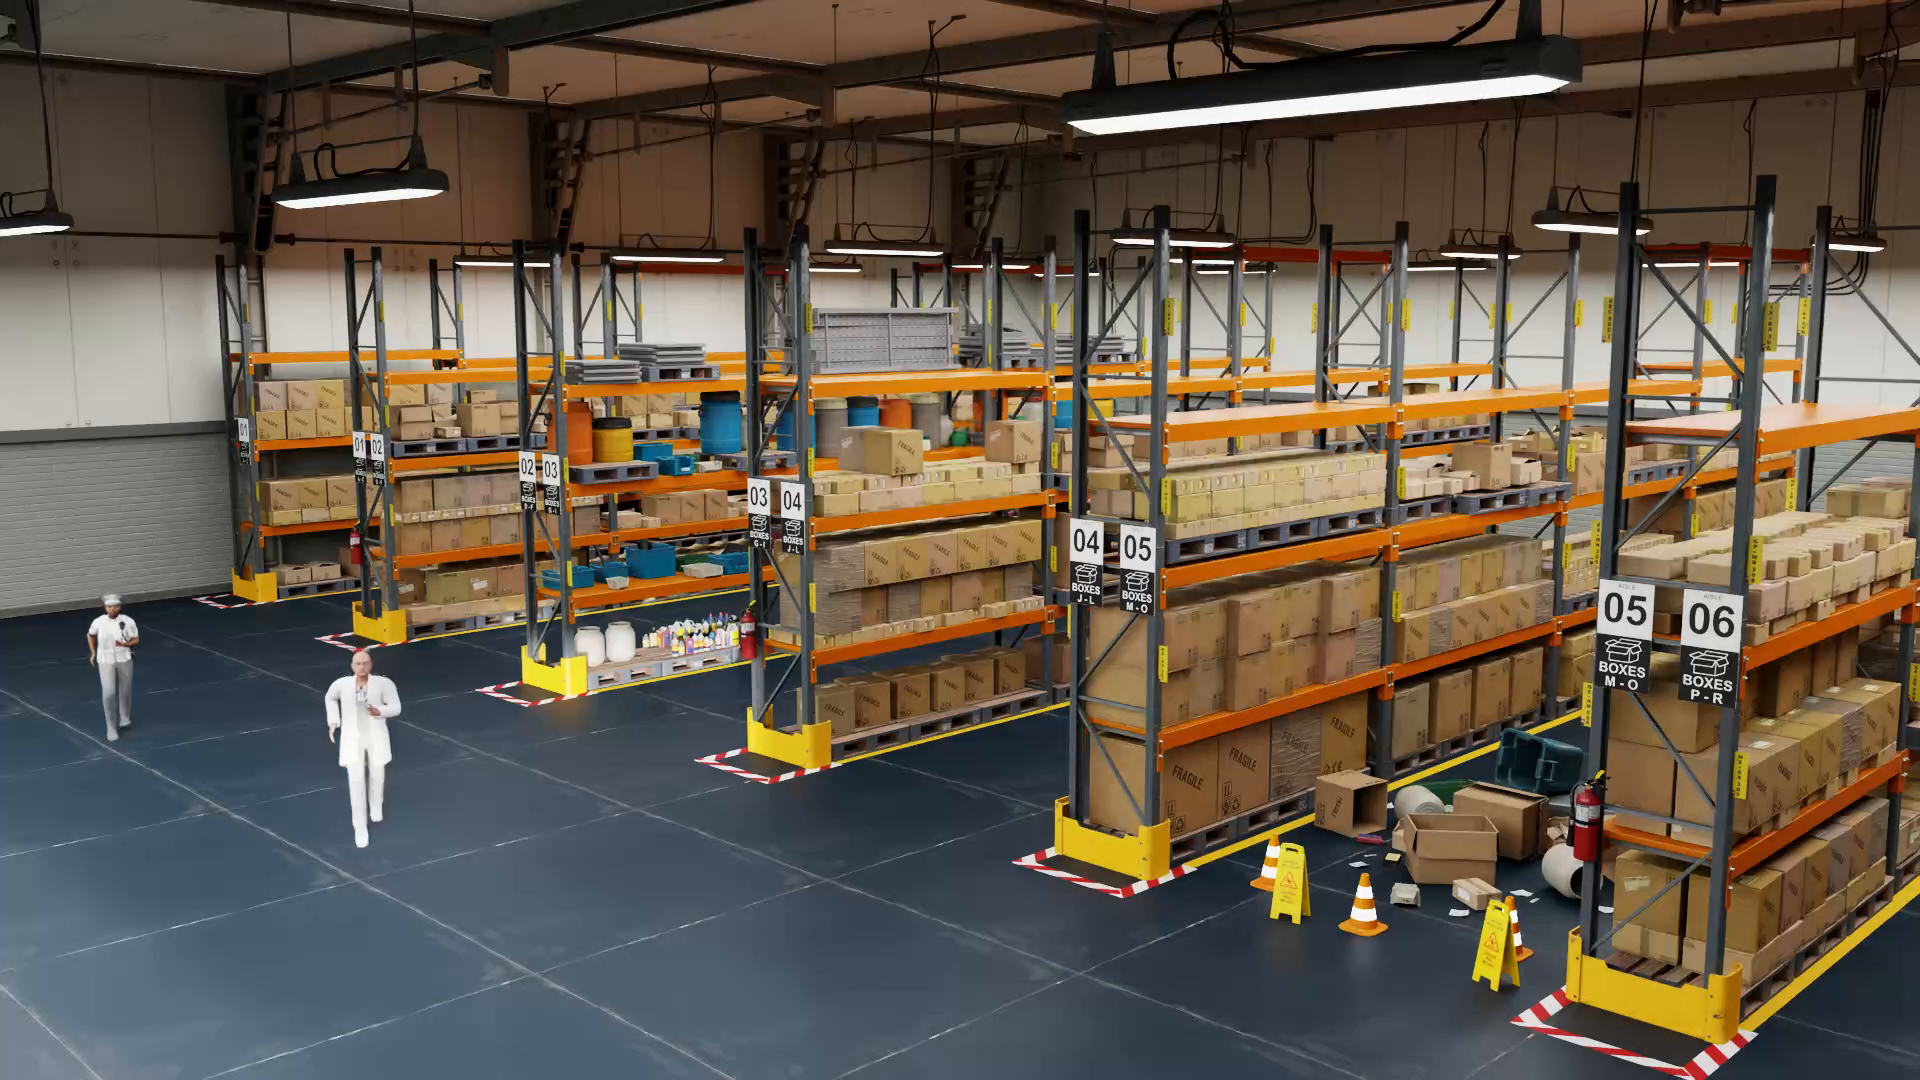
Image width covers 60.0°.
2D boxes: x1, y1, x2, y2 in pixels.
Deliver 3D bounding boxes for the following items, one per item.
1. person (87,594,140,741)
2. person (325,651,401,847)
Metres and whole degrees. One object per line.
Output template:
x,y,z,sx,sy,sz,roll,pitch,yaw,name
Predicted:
-10.156,1.509,20.002,0.543,1.758,0.747,-5,9,-29,person
-5.805,1.975,16.230,0.689,1.802,1.006,-3,9,-21,person
